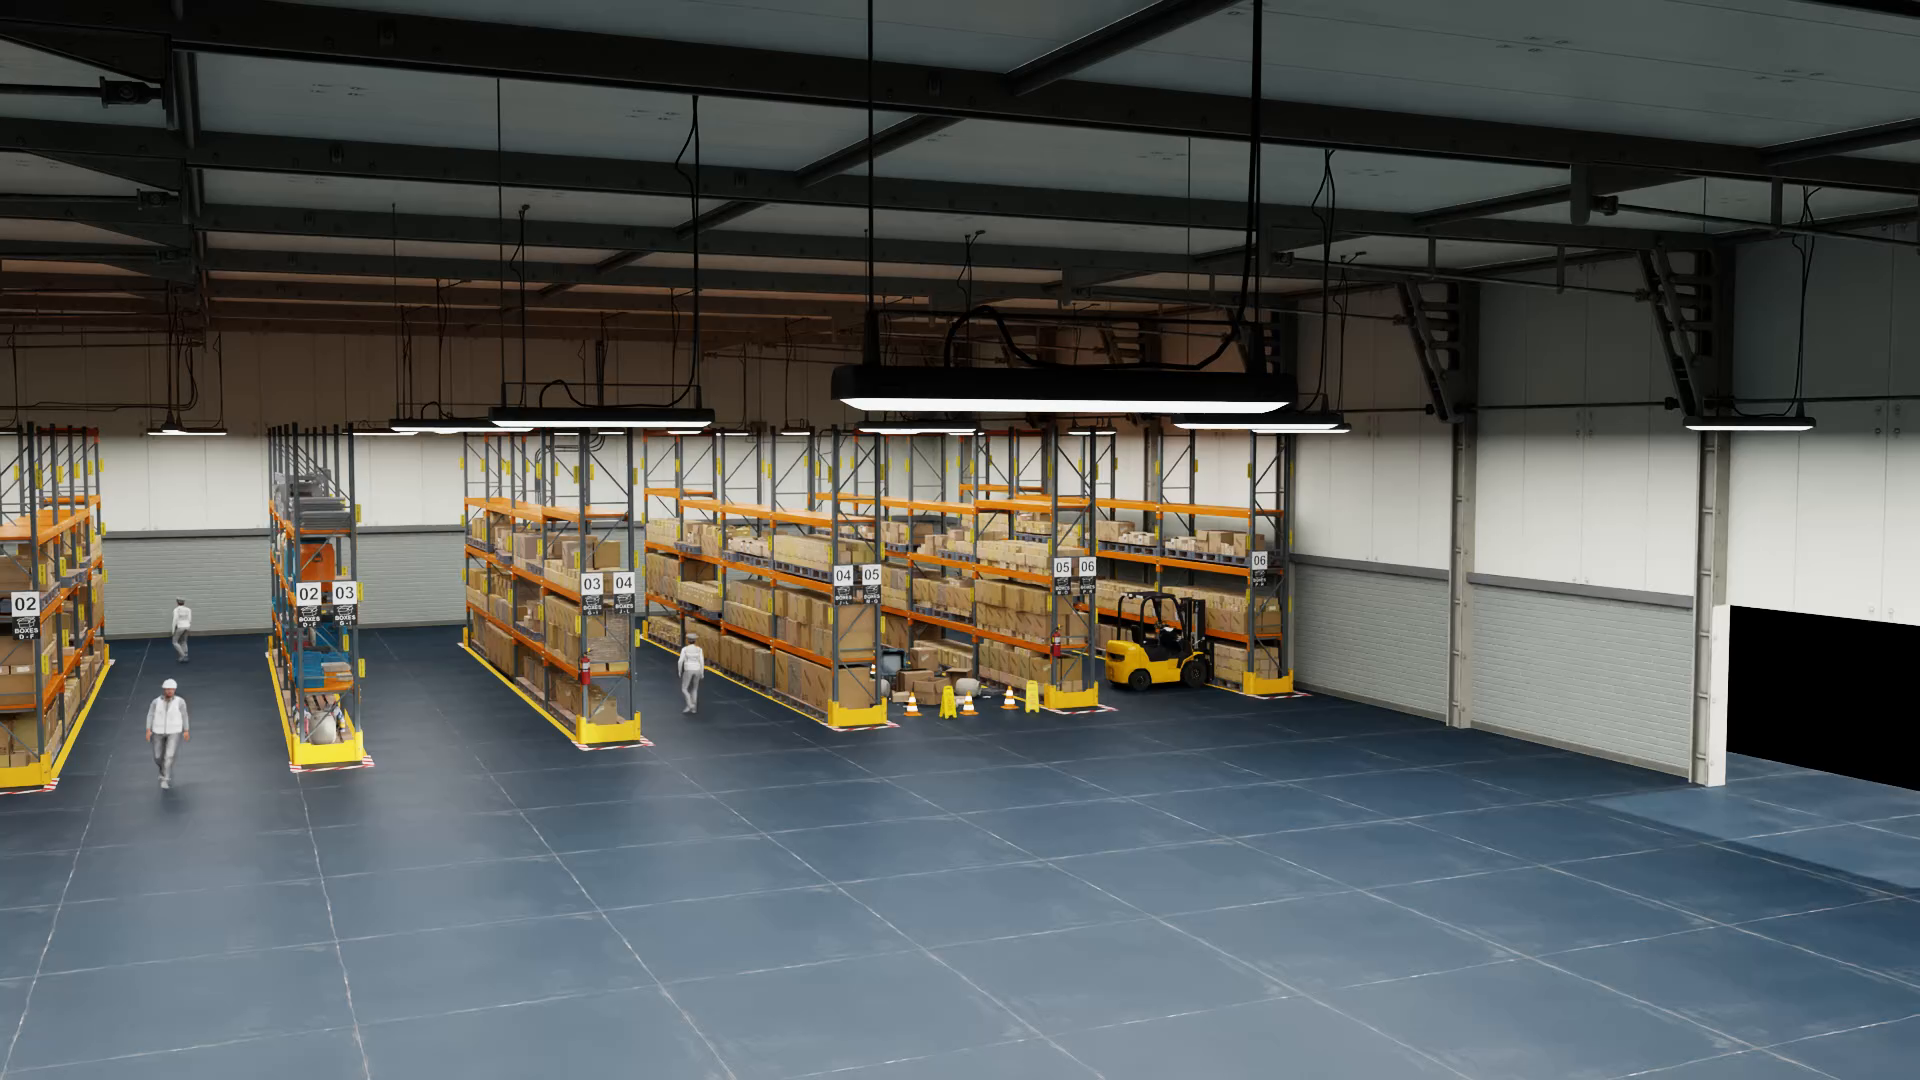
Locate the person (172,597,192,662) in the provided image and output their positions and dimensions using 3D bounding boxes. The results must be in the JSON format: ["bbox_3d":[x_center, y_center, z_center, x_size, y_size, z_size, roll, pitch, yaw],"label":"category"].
[{"bbox_3d":[-19.970,2.294,42.682,0.473,1.667,0.548,2,4,33],"label":"person"}]

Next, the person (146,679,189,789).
[{"bbox_3d":[-13.093,3.177,27.476,0.619,1.750,0.832,-1,4,-18],"label":"person"}]

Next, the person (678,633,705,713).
[{"bbox_3d":[-5.568,2.783,34.594,0.537,1.660,0.653,-2,4,-24],"label":"person"}]
